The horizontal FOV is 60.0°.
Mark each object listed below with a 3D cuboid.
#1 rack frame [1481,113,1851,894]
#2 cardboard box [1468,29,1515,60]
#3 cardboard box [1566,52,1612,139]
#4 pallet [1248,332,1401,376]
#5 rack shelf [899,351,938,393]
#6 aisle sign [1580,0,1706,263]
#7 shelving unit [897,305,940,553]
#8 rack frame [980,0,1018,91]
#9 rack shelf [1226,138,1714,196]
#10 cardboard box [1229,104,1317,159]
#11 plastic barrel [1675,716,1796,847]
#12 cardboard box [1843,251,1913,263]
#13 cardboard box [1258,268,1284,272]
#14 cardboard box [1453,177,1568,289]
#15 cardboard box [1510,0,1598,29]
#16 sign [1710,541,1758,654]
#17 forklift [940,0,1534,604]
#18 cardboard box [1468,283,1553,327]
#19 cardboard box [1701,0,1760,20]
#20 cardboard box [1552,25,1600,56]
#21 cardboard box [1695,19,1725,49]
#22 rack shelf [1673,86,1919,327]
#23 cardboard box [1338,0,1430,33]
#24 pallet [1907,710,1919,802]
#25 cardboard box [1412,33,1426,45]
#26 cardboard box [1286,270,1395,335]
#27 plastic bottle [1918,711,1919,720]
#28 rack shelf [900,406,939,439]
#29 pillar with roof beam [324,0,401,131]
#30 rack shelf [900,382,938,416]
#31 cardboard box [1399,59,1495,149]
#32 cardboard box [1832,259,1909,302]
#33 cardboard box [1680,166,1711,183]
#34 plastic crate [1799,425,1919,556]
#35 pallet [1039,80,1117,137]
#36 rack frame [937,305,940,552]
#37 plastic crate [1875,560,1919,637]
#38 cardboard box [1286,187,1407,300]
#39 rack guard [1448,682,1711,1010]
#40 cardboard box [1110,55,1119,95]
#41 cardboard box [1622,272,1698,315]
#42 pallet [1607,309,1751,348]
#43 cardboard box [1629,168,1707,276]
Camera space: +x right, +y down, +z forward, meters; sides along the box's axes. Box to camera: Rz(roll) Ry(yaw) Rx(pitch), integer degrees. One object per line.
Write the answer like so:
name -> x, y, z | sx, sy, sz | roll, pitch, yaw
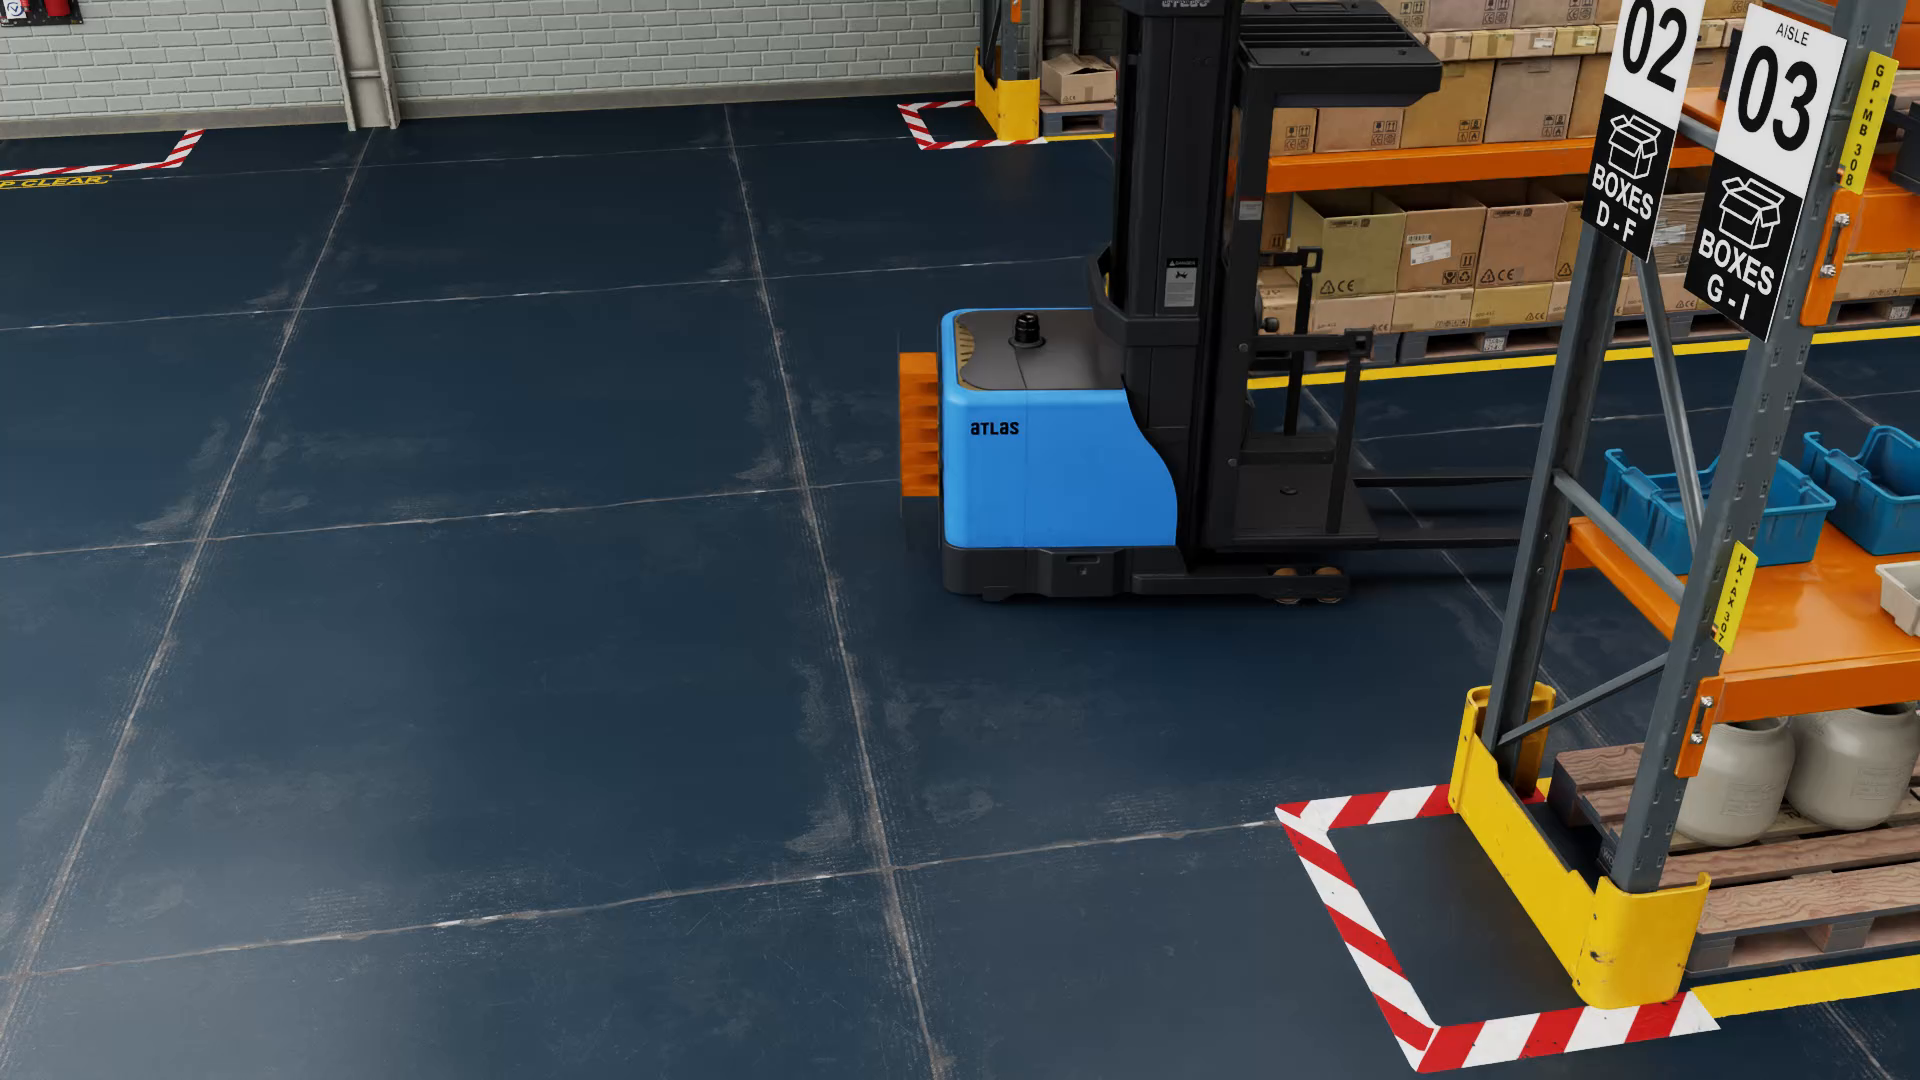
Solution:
rack frame -> 2.108, 0.010, 5.274 | 0.127, 3.000, 1.000 | -5, 31, -9
cardboard box -> 2.911, -2.830, 9.365 | 0.250, 0.149, 0.380 | -6, 31, -10
cardboard box -> 3.707, -2.730, 9.834 | 0.500, 0.500, 0.700 | -5, 31, -8
pallet -> 1.965, -1.349, 10.336 | 1.213, 0.211, 1.003 | -5, 31, -9
rack shelf -> -0.194, -0.789, 7.785 | 0.180, 0.103, 0.258 | -1, 30, -1
aisle sign -> 1.984, -1.252, 4.856 | 0.004, 0.787, 0.394 | -5, 31, -9
shelving unit -> -0.194, -0.517, 7.945 | 0.189, 1.200, 0.258 | -1, 30, -1
rack frame -> 0.324, -4.930, 13.674 | 0.127, 3.000, 1.000 | -5, 31, -9
rack shelf -> 3.187, -2.333, 9.968 | 4.000, 0.370, 1.077 | -5, 31, -9
cardboard box -> 1.681, -2.540, 9.511 | 0.500, 0.500, 0.700 | -5, 31, -9
plastic barrel -> 2.742, 0.803, 5.965 | 0.421, 0.512, 0.421 | 0, 30, 0
cardboard box -> 5.606, -1.976, 10.397 | 0.500, 0.311, 0.500 | -5, 31, -9
cardboard box -> 1.694, -1.652, 10.399 | 0.500, 0.250, 0.500 | -5, 31, -9
cardboard box -> 3.263, -1.853, 10.000 | 0.500, 0.500, 0.500 | -5, 31, -9
cardboard box -> 3.238, -3.247, 9.434 | 0.500, 0.500, 0.700 | -5, 31, -9
sign -> 2.203, 0.165, 4.737 | 0.005, 0.325, 0.100 | -5, 31, -9
forklift -> 1.423, -1.235, 7.459 | 3.031, 2.935, 1.130 | -1, 30, -1
cardboard box -> 3.263, -1.530, 10.191 | 0.500, 0.250, 0.500 | -5, 31, -9
cardboard box -> 4.222, -3.337, 9.588 | 0.500, 0.500, 0.700 | -5, 31, -9
cardboard box -> 3.416, -2.876, 9.443 | 0.250, 0.149, 0.380 | -4, 31, -7
cardboard box -> 4.167, -2.945, 9.561 | 0.250, 0.149, 0.380 | -5, 31, -9
rack shelf -> 4.076, -1.156, 5.007 | 4.000, 0.370, 1.077 | -5, 31, -9
cardboard box -> 2.250, -3.154, 9.277 | 0.500, 0.500, 0.700 | -6, 31, -10
pallet -> 4.172, 1.000, 6.341 | 1.213, 0.211, 1.003 | -5, 31, -9
cardboard box -> 2.398, -2.781, 9.281 | 0.250, 0.149, 0.380 | -6, 31, -10
cardboard box -> 2.279, -1.442, 10.041 | 0.500, 0.250, 0.500 | -5, 31, -9
plastic bottle -> 3.836, 0.640, 6.529 | 0.097, 0.201, 0.097 | 0, 30, 0
rack shelf -> -0.194, -0.582, 7.906 | 0.180, 0.103, 0.258 | -1, 30, -1
pillar with roof beam -> -4.270, -5.317, 8.414 | 0.400, 9.000, 9.100 | -5, 31, -9
rack shelf -> -0.194, -0.685, 7.846 | 0.180, 0.103, 0.258 | -1, 30, -1
cardboard box -> 2.687, -2.632, 9.669 | 0.500, 0.500, 0.700 | -5, 31, -9
cardboard box -> 5.596, -1.734, 10.539 | 0.500, 0.250, 0.500 | -6, 31, -10
cardboard box -> 4.642, -2.258, 10.690 | 0.500, 0.500, 0.500 | -5, 31, -9
plastic crate -> 3.187, -0.177, 5.739 | 0.408, 0.251, 0.499 | -5, 31, -9
pallet -> 1.204, -3.791, 14.489 | 1.213, 0.211, 1.003 | -5, 31, -9
rack frame -> -0.103, -0.518, 7.947 | 0.006, 1.200, 0.240 | -1, 30, -1
plastic crate -> 3.047, 0.202, 5.207 | 0.250, 0.136, 0.298 | -5, 31, -9
cardboard box -> 2.279, -1.764, 9.849 | 0.500, 0.500, 0.500 | -5, 31, -9
rack guard -> 2.175, 1.057, 5.959 | 0.348, 0.500, 1.175 | -5, 31, -9
cardboard box -> 1.582, -4.031, 14.364 | 0.500, 0.311, 0.500 | -3, 31, -5
cardboard box -> 4.244, -1.629, 10.360 | 0.500, 0.250, 0.500 | -5, 31, -9
pallet -> 4.365, -1.572, 10.715 | 1.213, 0.211, 1.003 | -5, 31, -9
cardboard box -> 4.244, -1.953, 10.171 | 0.500, 0.500, 0.500 | -5, 31, -9
